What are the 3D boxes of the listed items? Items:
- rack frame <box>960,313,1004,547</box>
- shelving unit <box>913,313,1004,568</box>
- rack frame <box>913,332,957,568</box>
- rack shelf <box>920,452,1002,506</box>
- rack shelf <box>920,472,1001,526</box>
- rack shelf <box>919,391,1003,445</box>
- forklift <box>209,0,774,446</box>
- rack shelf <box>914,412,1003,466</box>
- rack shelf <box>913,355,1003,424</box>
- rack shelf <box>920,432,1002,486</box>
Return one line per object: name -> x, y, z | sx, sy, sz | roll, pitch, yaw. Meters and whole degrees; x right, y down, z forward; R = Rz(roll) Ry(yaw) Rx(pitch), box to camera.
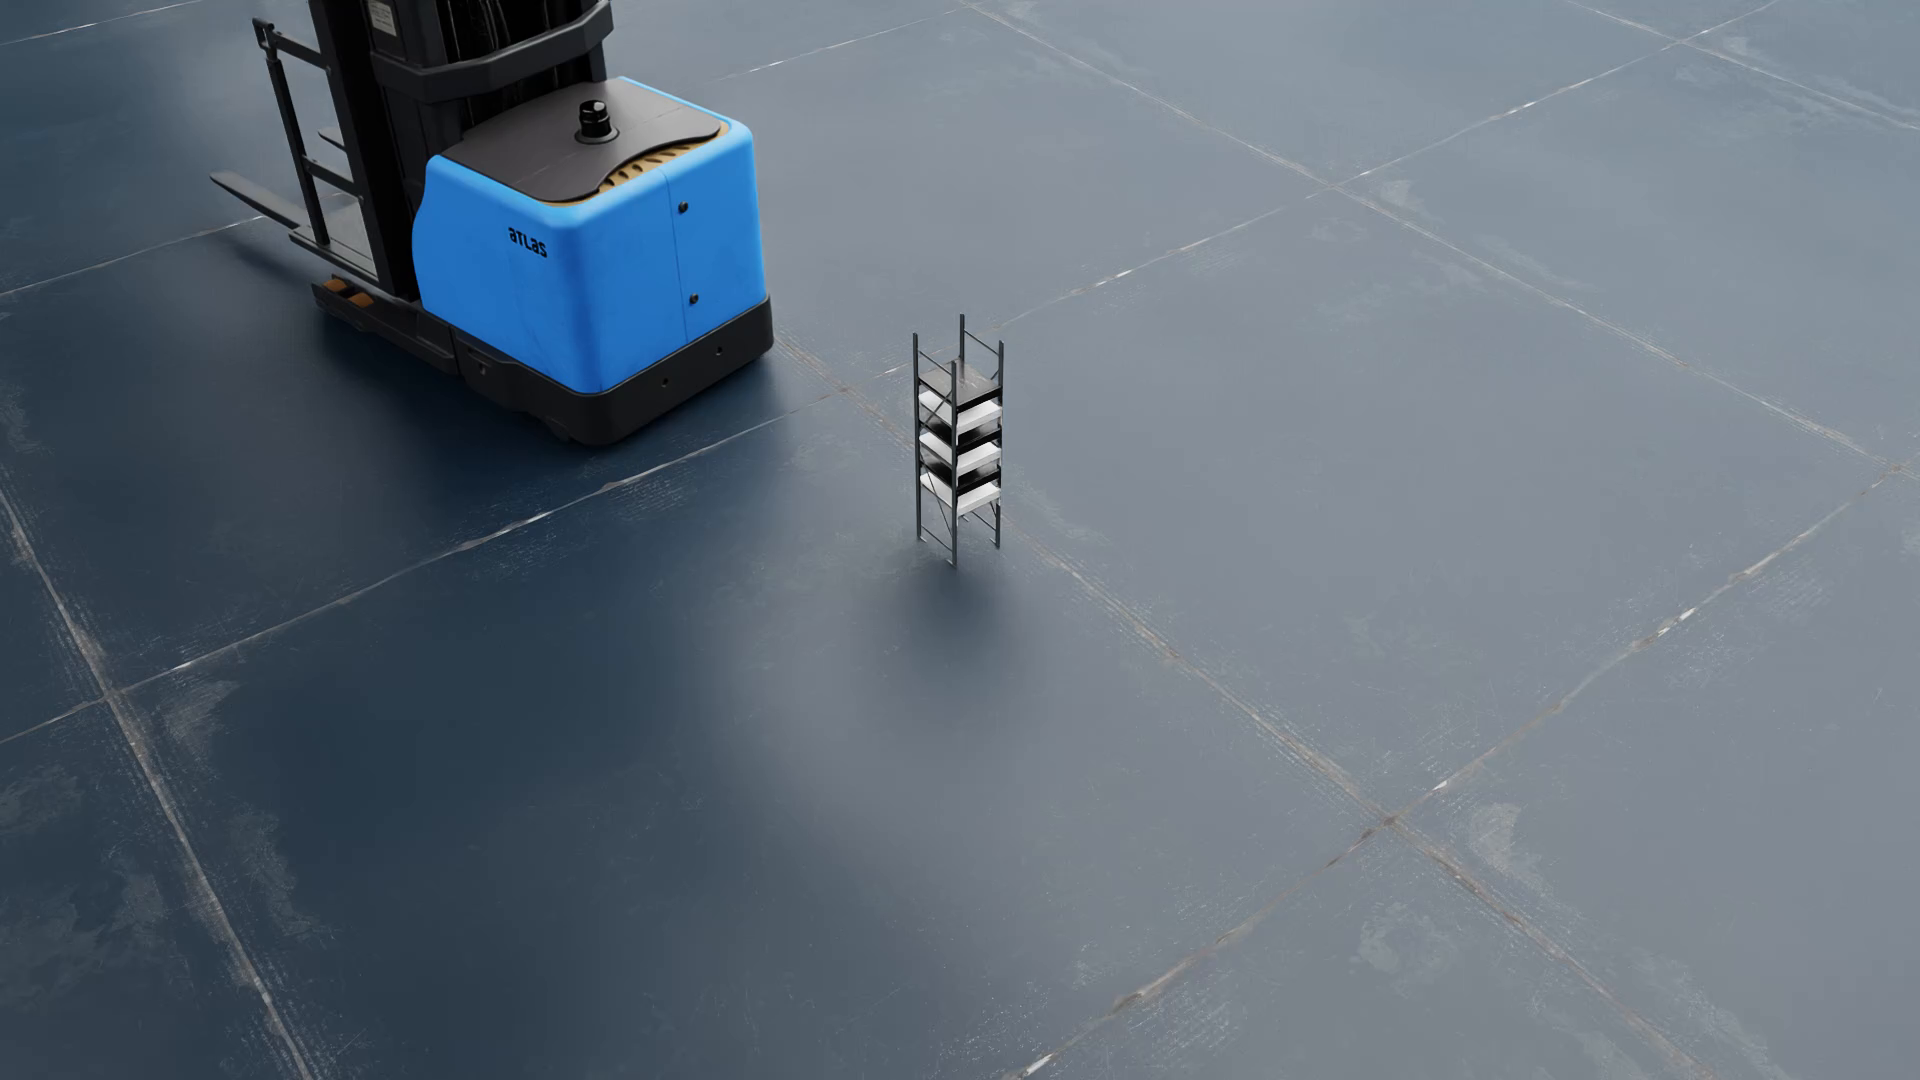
rack frame -> 0.074, -0.384, 6.009 | 0.006, 0.900, 0.240 | -26, 46, -28
shelving unit -> -0.006, -0.345, 5.961 | 0.210, 0.900, 0.258 | -26, 46, -28
rack frame -> -0.087, -0.305, 5.913 | 0.006, 0.900, 0.240 | -26, 46, -28
rack shelf -> -0.006, -0.249, 6.039 | 0.200, 0.077, 0.258 | -26, 46, -28
rack shelf -> -0.006, -0.180, 6.096 | 0.200, 0.077, 0.258 | -26, 46, -28
rack shelf -> -0.006, -0.458, 5.868 | 0.200, 0.077, 0.258 | -26, 46, -28
forklift -> -2.262, -2.289, 6.730 | 3.031, 2.935, 1.130 | 28, 47, 29
rack shelf -> -0.006, -0.389, 5.925 | 0.200, 0.077, 0.258 | -26, 46, -28
rack shelf -> -0.006, -0.528, 5.811 | 0.200, 0.077, 0.258 | -26, 46, -28
rack shelf -> -0.006, -0.319, 5.982 | 0.200, 0.077, 0.258 | -26, 46, -28
